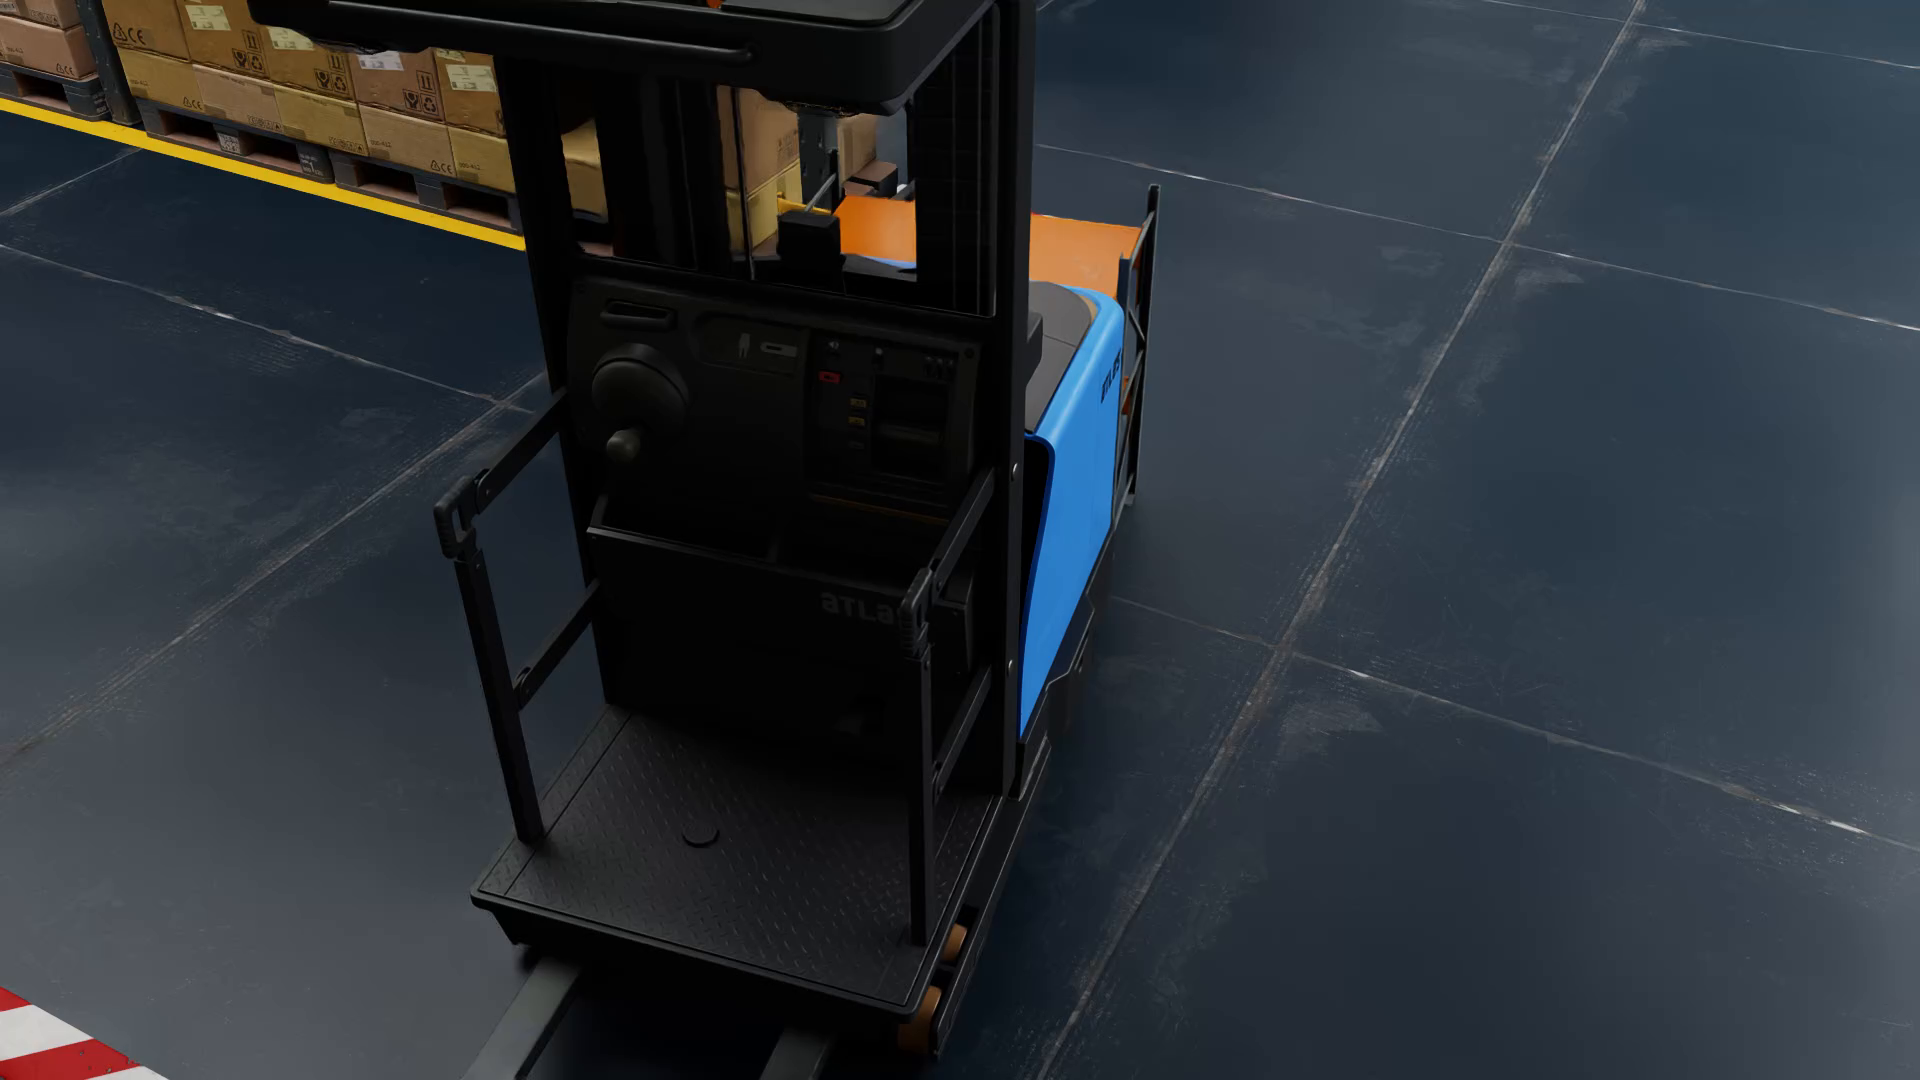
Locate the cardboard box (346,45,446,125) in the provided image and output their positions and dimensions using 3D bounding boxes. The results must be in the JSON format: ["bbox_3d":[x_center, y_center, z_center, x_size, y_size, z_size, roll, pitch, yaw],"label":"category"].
[{"bbox_3d":[-2.278,-2.153,7.139,0.500,0.500,0.500,17,41,21],"label":"cardboard box"}]

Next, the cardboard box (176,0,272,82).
[{"bbox_3d":[-3.164,-2.434,7.509,0.500,0.500,0.500,17,41,21],"label":"cardboard box"}]

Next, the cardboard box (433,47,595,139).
[{"bbox_3d":[-1.835,-2.013,6.955,0.500,0.500,0.500,17,41,21],"label":"cardboard box"}]

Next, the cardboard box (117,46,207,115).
[{"bbox_3d":[-3.607,-2.276,7.921,0.500,0.250,0.500,17,41,21],"label":"cardboard box"}]

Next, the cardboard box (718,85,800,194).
[{"bbox_3d":[-0.940,-1.743,6.599,0.500,0.500,0.500,17,41,21],"label":"cardboard box"}]

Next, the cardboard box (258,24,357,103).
[{"bbox_3d":[-2.723,-2.291,7.321,0.500,0.500,0.500,17,41,21],"label":"cardboard box"}]

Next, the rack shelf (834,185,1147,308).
[{"bbox_3d":[0.036,-0.799,5.115,1.000,0.278,0.538,10,38,12],"label":"rack shelf"}]

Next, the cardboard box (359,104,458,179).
[{"bbox_3d":[-2.277,-1.856,7.368,0.500,0.250,0.500,17,41,21],"label":"cardboard box"}]

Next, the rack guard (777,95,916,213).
[{"bbox_3d":[-0.306,-1.381,6.882,0.348,0.500,1.175,17,41,21],"label":"rack guard"}]

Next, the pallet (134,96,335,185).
[{"bbox_3d":[-3.192,-2.141,8.123,1.213,0.211,1.003,17,41,21],"label":"pallet"}]

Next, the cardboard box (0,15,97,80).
[{"bbox_3d":[-4.380,-2.527,8.252,0.500,0.250,0.500,17,40,21],"label":"cardboard box"}]

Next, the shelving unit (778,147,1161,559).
[{"bbox_3d":[0.036,-0.566,5.292,1.048,1.125,0.538,10,38,12],"label":"shelving unit"}]

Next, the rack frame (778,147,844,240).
[{"bbox_3d":[-0.454,-0.648,5.400,0.032,1.125,0.500,10,38,12],"label":"rack frame"}]

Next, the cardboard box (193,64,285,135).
[{"bbox_3d":[-3.165,-2.134,7.734,0.500,0.250,0.500,17,41,21],"label":"cardboard box"}]

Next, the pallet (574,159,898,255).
[{"bbox_3d":[-1.025,-1.463,7.229,1.213,0.211,1.003,17,41,21],"label":"pallet"}]

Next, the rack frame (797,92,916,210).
[{"bbox_3d":[-0.327,-2.383,6.135,0.127,3.000,1.000,17,41,21],"label":"rack frame"}]

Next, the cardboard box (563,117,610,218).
[{"bbox_3d":[-1.389,-1.578,7.002,0.500,0.250,0.500,17,41,21],"label":"cardboard box"}]

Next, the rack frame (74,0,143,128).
[{"bbox_3d":[-3.879,-3.495,7.601,0.127,3.000,1.000,17,41,21],"label":"rack frame"}]

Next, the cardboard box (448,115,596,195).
[{"bbox_3d":[-1.833,-1.716,7.184,0.500,0.250,0.500,17,41,21],"label":"cardboard box"}]

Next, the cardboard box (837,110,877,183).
[{"bbox_3d":[-0.701,-1.724,7.194,0.500,0.250,0.500,17,41,21],"label":"cardboard box"}]

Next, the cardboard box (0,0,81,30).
[{"bbox_3d":[-4.370,-2.749,8.081,0.500,0.311,0.500,17,41,21],"label":"cardboard box"}]

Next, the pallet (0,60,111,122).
[{"bbox_3d":[-4.551,-2.569,8.686,1.213,0.211,1.003,17,41,21],"label":"pallet"}]

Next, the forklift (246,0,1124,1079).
[{"bbox_3d":[-0.471,-0.242,3.371,1.130,2.935,3.031,11,39,14],"label":"forklift"}]

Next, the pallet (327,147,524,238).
[{"bbox_3d":[-2.105,-1.803,7.677,1.213,0.211,1.003,17,41,21],"label":"pallet"}]

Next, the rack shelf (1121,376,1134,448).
[{"bbox_3d":[0.036,-0.371,5.439,1.000,0.278,0.538,10,38,12],"label":"rack shelf"}]

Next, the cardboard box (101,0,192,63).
[{"bbox_3d":[-3.611,-2.569,7.687,0.500,0.500,0.500,17,41,21],"label":"cardboard box"}]

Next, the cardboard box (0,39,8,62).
[{"bbox_3d":[-4.829,-2.669,8.438,0.500,0.250,0.500,17,40,21],"label":"cardboard box"}]

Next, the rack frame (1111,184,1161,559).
[{"bbox_3d":[0.526,-0.483,5.183,0.032,1.125,0.500,10,38,12],"label":"rack frame"}]

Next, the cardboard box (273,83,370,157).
[{"bbox_3d":[-2.723,-1.992,7.547,0.500,0.250,0.500,17,41,21],"label":"cardboard box"}]

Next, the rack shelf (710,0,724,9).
[{"bbox_3d":[-2.103,-2.653,7.086,4.000,0.370,1.077,17,41,21],"label":"rack shelf"}]

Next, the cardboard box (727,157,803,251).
[{"bbox_3d":[-0.939,-1.446,6.827,0.500,0.250,0.500,17,41,21],"label":"cardboard box"}]
